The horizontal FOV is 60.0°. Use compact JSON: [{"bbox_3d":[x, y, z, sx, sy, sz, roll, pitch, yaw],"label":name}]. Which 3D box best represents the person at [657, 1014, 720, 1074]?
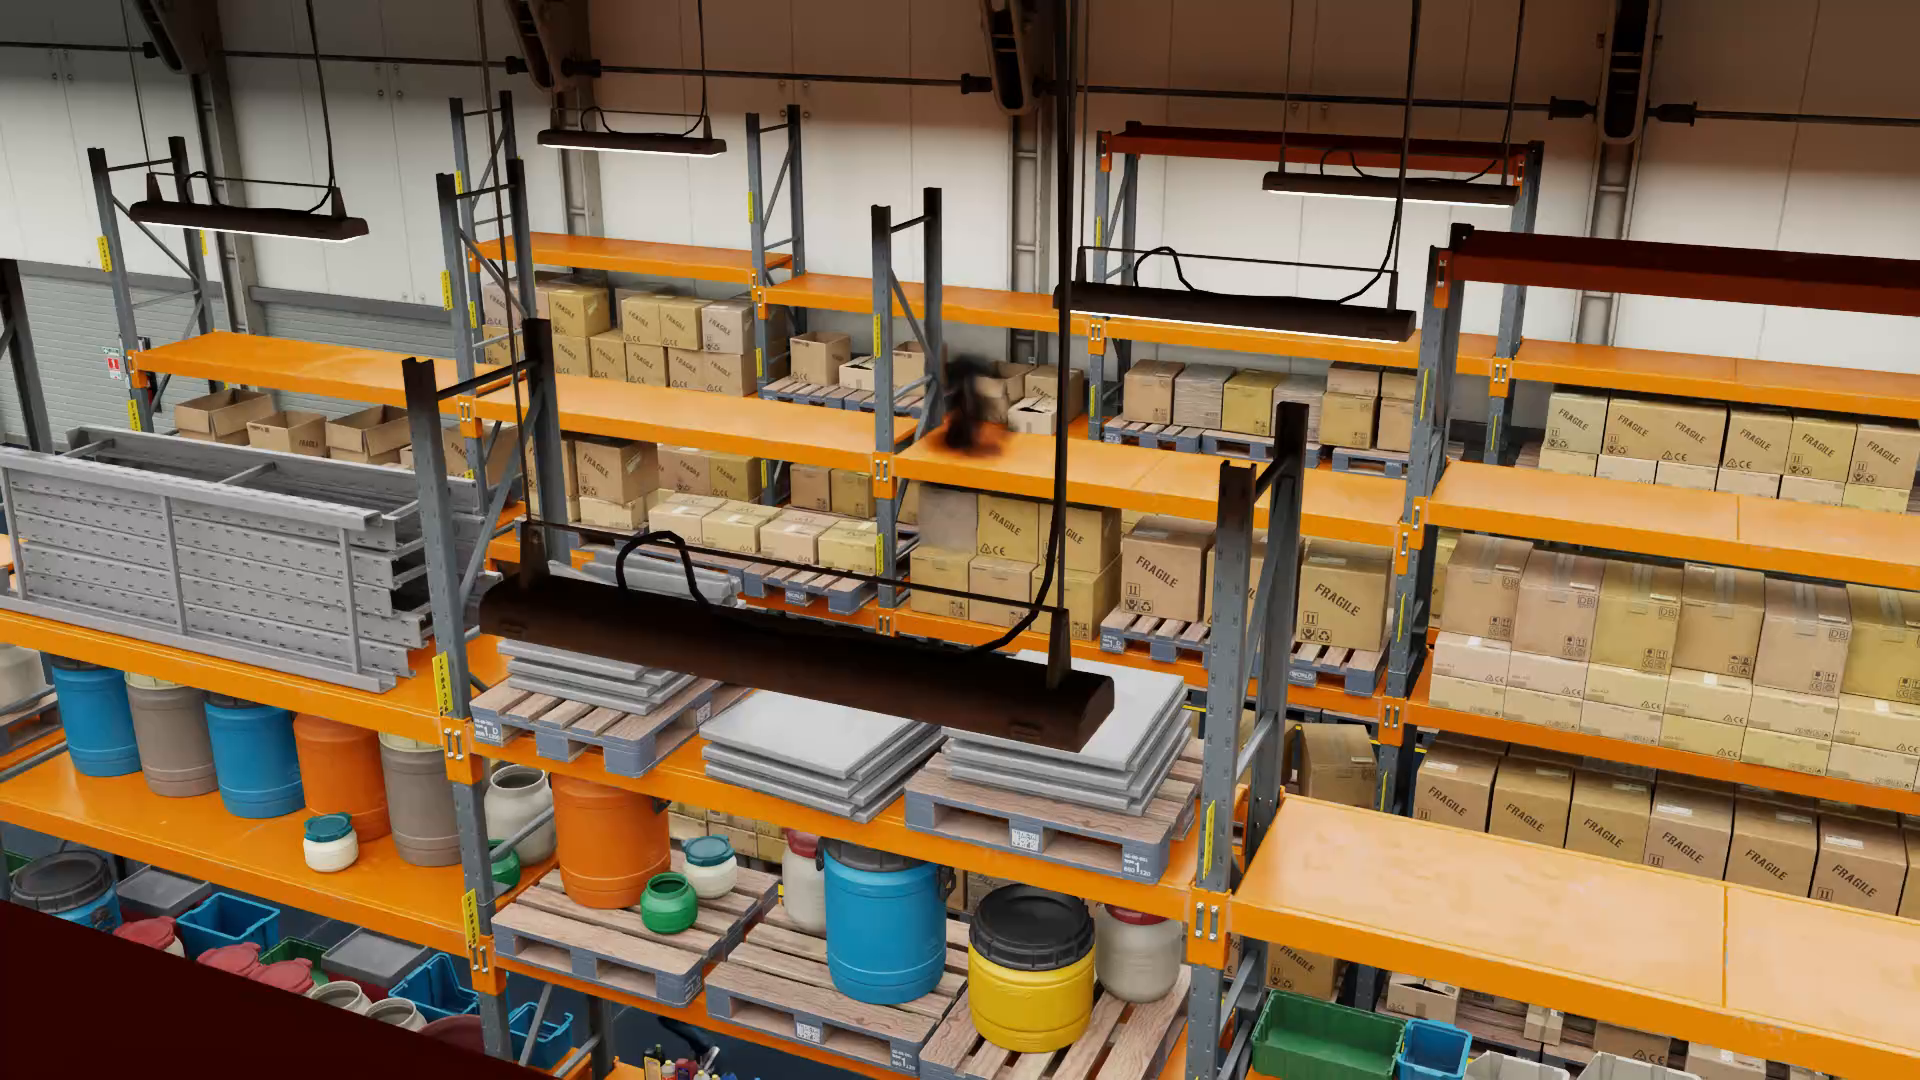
[{"bbox_3d":[-1.964,3.170,12.027,0.530,1.567,0.543,7,22,18],"label":"person"}]
